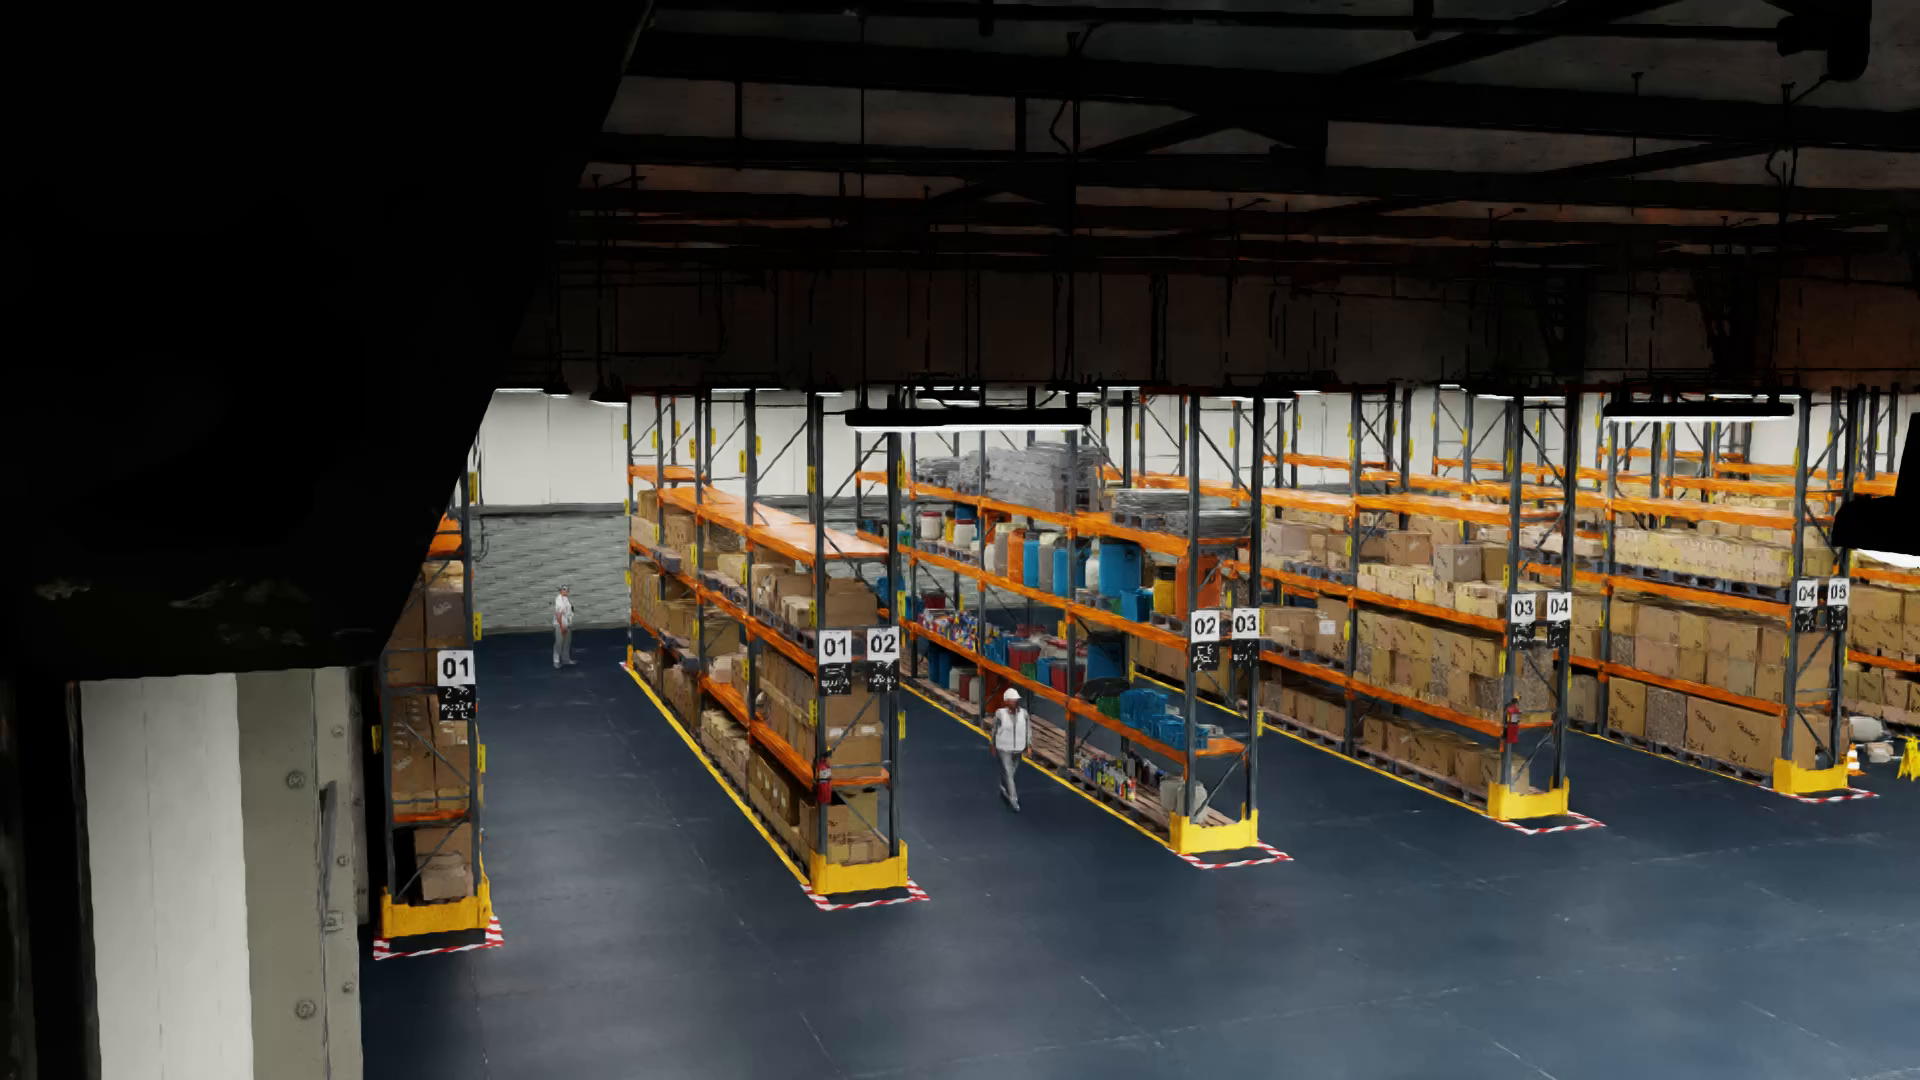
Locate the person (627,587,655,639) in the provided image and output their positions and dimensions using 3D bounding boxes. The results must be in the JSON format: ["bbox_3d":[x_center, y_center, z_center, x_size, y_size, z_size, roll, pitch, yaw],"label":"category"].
[{"bbox_3d":[-7.464,1.463,38.942,0.708,1.702,0.841,-4,7,-36],"label":"person"}]

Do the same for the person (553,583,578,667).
[{"bbox_3d":[-8.433,1.796,35.361,0.443,1.758,0.644,0,6,3],"label":"person"}]

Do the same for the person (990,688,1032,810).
[{"bbox_3d":[0.761,2.964,24.080,0.553,1.672,1.030,-2,6,-20],"label":"person"}]
